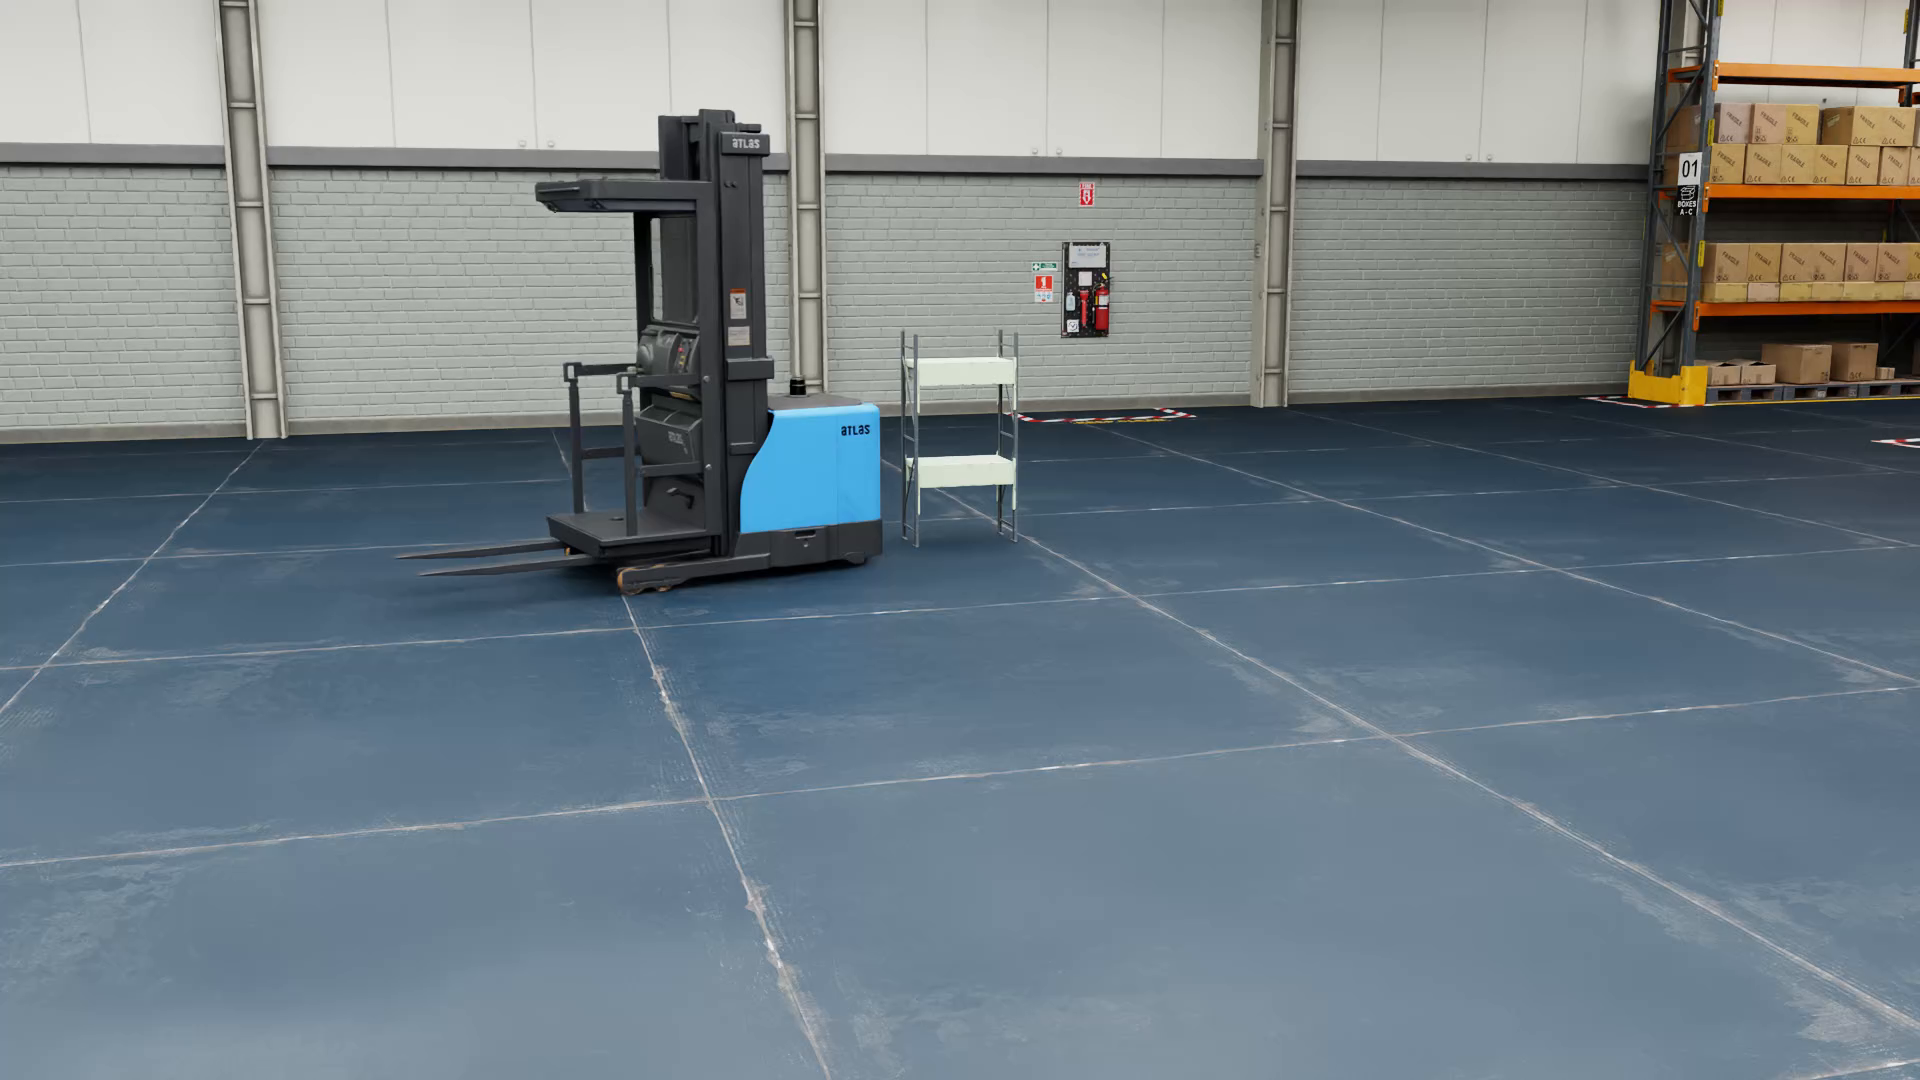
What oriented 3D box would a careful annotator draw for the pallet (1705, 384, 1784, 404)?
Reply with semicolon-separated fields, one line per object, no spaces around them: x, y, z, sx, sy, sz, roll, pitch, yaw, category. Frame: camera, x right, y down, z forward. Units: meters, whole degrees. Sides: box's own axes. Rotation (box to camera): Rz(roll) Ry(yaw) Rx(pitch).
10.168;-1.990;22.274;1.213;0.211;1.003;-3;11;-16;pallet

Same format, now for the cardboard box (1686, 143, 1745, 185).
9.696;-4.830;21.384;0.500;0.500;0.500;-3;11;-14;cardboard box

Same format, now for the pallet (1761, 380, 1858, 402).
11.338;-2.051;22.606;1.213;0.211;1.003;-3;11;-16;pallet

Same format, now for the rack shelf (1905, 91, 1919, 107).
15.066;-6.026;23.019;4.000;0.370;1.077;-3;11;-16;rack shelf

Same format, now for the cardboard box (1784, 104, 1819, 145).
10.728;-5.371;21.556;0.500;0.500;0.500;-3;11;-14;cardboard box

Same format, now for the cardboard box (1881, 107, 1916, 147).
12.215;-5.449;21.982;0.500;0.500;0.500;-2;11;-13;cardboard box

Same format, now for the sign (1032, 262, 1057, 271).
1.039;-3.353;20.415;0.331;0.109;0.001;-3;11;-16;sign

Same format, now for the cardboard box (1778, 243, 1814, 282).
10.823;-3.648;21.865;0.500;0.500;0.500;-3;11;-18;cardboard box

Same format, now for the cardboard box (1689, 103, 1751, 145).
9.743;-5.326;21.315;0.500;0.500;0.500;-4;11;-20;cardboard box

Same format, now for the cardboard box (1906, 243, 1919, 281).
12.779;-3.752;22.432;0.500;0.500;0.500;-3;11;-16;cardboard box

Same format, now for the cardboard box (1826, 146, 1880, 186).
11.720;-4.933;21.941;0.500;0.500;0.500;-3;11;-18;cardboard box

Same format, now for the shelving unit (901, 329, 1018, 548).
-0.006;-0.737;11.909;0.755;1.500;0.431;-3;11;-16;shelving unit

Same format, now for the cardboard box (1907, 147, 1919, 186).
12.728;-4.991;22.255;0.500;0.500;0.500;-3;11;-14;cardboard box

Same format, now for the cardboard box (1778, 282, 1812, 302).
10.848;-3.282;21.948;0.500;0.250;0.500;-3;11;-17;cardboard box

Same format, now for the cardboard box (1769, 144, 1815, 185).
10.720;-4.878;21.645;0.500;0.500;0.500;-2;11;-13;cardboard box

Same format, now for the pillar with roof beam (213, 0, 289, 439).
-6.343;-4.800;13.264;0.400;9.000;9.100;-3;11;-16;pillar with roof beam

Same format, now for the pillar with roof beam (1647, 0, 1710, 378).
10.939;-5.711;18.212;0.400;9.000;9.100;-3;11;-16;pillar with roof beam

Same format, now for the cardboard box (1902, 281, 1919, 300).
12.776;-3.385;22.506;0.500;0.250;0.500;-3;11;-16;cardboard box

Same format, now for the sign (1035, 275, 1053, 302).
1.032;-3.094;20.470;0.234;0.329;0.001;-3;11;-16;sign

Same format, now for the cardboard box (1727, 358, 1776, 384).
10.542;-2.265;22.277;0.500;0.311;0.500;-2;11;-11;cardboard box

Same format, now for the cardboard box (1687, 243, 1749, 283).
9.848;-3.600;21.602;0.500;0.500;0.500;-3;11;-16;cardboard box

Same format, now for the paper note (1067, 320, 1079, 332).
1.402;-2.656;20.624;0.142;0.148;0.016;-3;11;-16;paper note

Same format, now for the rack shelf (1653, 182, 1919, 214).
11.226;-4.545;22.154;4.000;0.370;1.077;-3;11;-16;rack shelf

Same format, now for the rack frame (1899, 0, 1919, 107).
13.146;-6.476;22.367;0.127;3.000;1.000;-3;11;-16;rack frame

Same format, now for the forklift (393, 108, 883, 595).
-2.042;-1.214;10.547;3.031;2.935;1.130;-6;12;-31;forklift

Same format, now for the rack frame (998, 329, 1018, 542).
0.345;-0.756;12.009;0.023;1.500;0.400;-3;11;-16;rack frame

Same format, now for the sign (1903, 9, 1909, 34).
12.985;-7.109;22.791;0.005;0.325;0.100;-3;11;-16;sign

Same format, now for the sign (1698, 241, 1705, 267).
9.457;-3.654;21.220;0.005;0.325;0.100;-3;11;-16;sign

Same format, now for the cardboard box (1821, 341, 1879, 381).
12.161;-2.453;22.774;0.500;0.500;0.500;-4;11;-20;cardboard box

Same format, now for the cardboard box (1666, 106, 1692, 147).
9.646;-5.416;21.803;0.500;0.500;0.500;-3;11;-13;cardboard box

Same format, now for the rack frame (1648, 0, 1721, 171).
9.306;-6.273;21.268;0.127;3.000;1.000;-3;11;-16;rack frame

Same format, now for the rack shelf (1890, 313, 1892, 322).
15.066;-3.273;23.525;4.000;0.370;1.077;-3;11;-16;rack shelf

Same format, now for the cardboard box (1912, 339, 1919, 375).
13.848;-2.552;23.315;0.500;0.500;0.700;-3;11;-14;cardboard box

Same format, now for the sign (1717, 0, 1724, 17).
9.457;-6.677;20.664;0.005;0.325;0.100;-3;11;-16;sign

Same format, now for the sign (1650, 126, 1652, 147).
9.170;-5.331;21.989;0.005;0.325;0.100;-3;11;-16;sign

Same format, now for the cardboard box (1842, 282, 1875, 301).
11.817;-3.333;22.224;0.500;0.250;0.500;-3;11;-16;cardboard box

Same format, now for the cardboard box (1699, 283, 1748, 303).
9.863;-3.228;21.657;0.500;0.250;0.500;-3;11;-18;cardboard box

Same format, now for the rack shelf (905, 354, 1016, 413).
-0.006;-1.121;11.838;0.720;0.370;0.431;-3;11;-16;rack shelf

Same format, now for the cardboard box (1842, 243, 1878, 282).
11.814;-3.703;22.162;0.500;0.500;0.500;-3;11;-18;cardboard box
